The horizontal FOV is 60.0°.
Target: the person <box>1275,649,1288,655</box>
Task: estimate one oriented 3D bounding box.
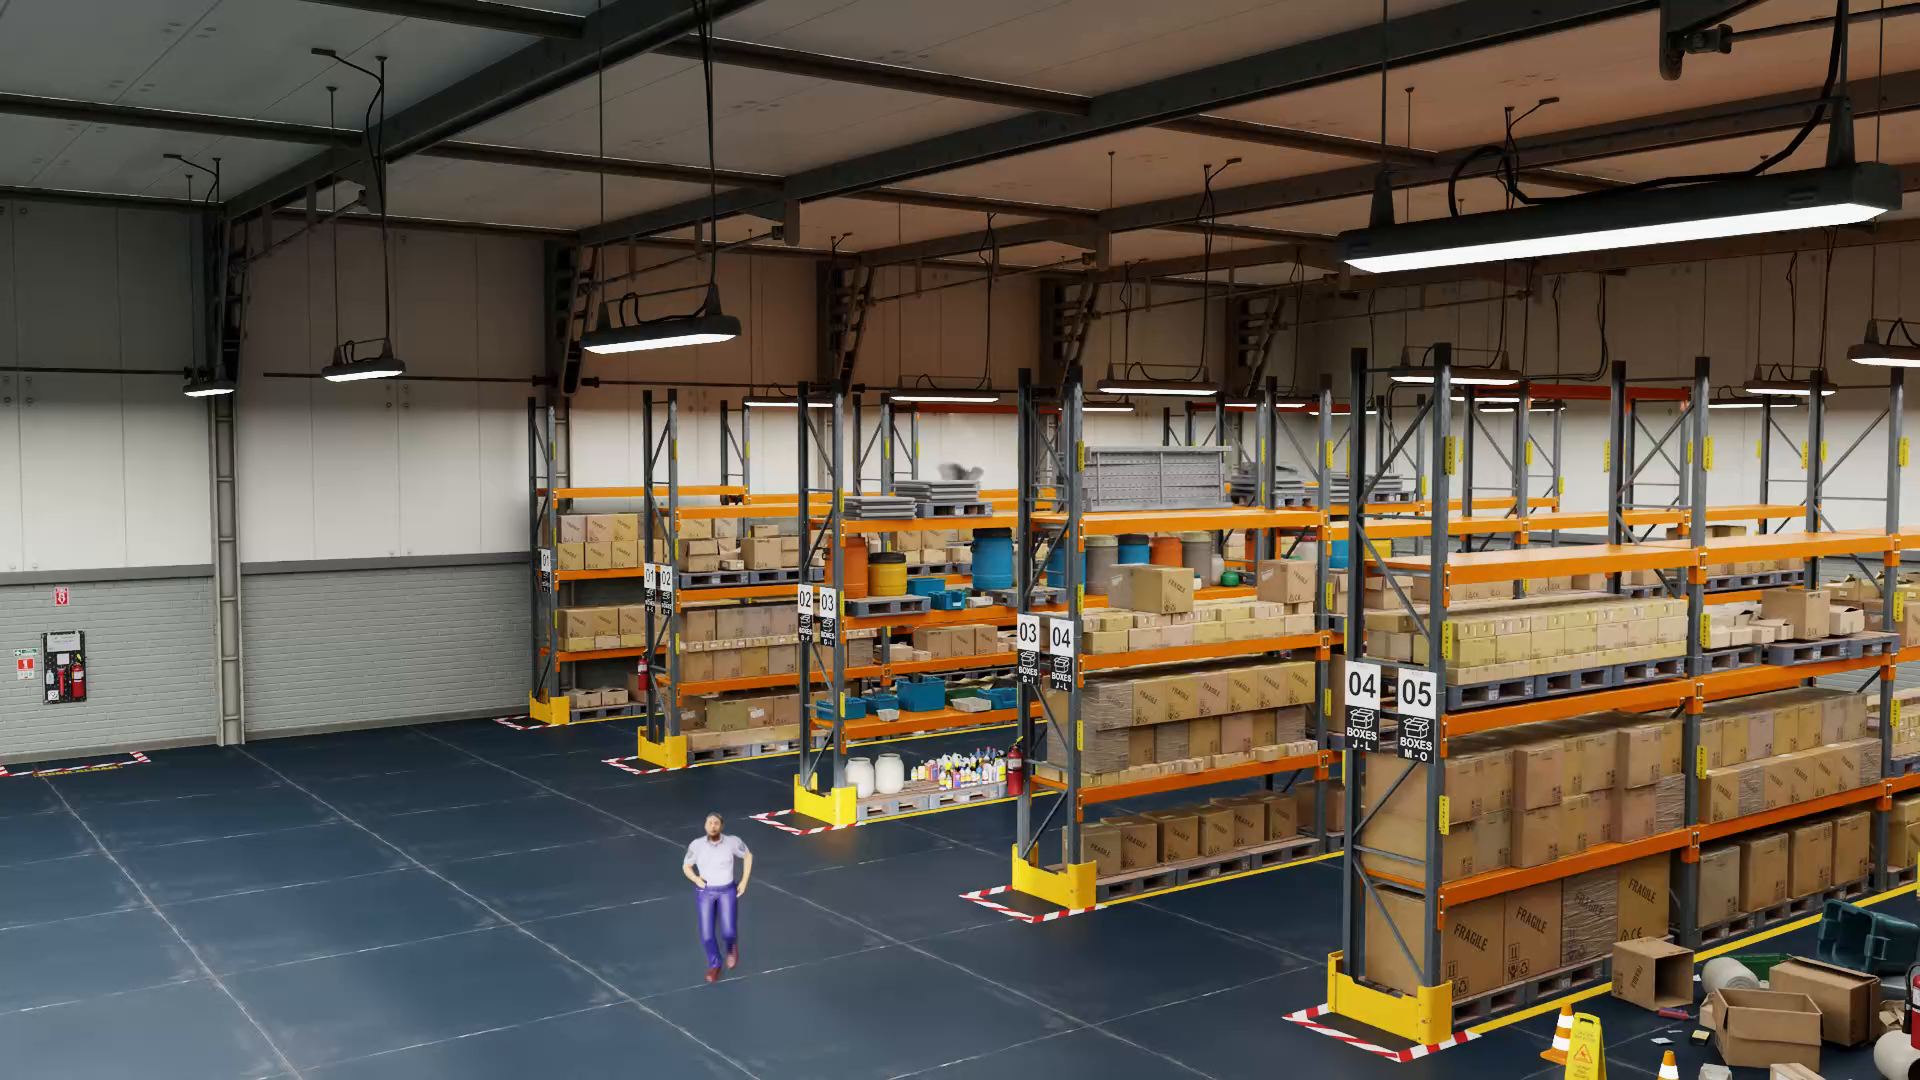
[{"bbox_3d":[6.396,2.405,32.179,0.663,1.761,0.733,3,4,40],"label":"person"}]

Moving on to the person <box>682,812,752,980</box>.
[{"bbox_3d":[-2.330,3.464,15.907,0.657,1.521,0.522,0,3,-3],"label":"person"}]
